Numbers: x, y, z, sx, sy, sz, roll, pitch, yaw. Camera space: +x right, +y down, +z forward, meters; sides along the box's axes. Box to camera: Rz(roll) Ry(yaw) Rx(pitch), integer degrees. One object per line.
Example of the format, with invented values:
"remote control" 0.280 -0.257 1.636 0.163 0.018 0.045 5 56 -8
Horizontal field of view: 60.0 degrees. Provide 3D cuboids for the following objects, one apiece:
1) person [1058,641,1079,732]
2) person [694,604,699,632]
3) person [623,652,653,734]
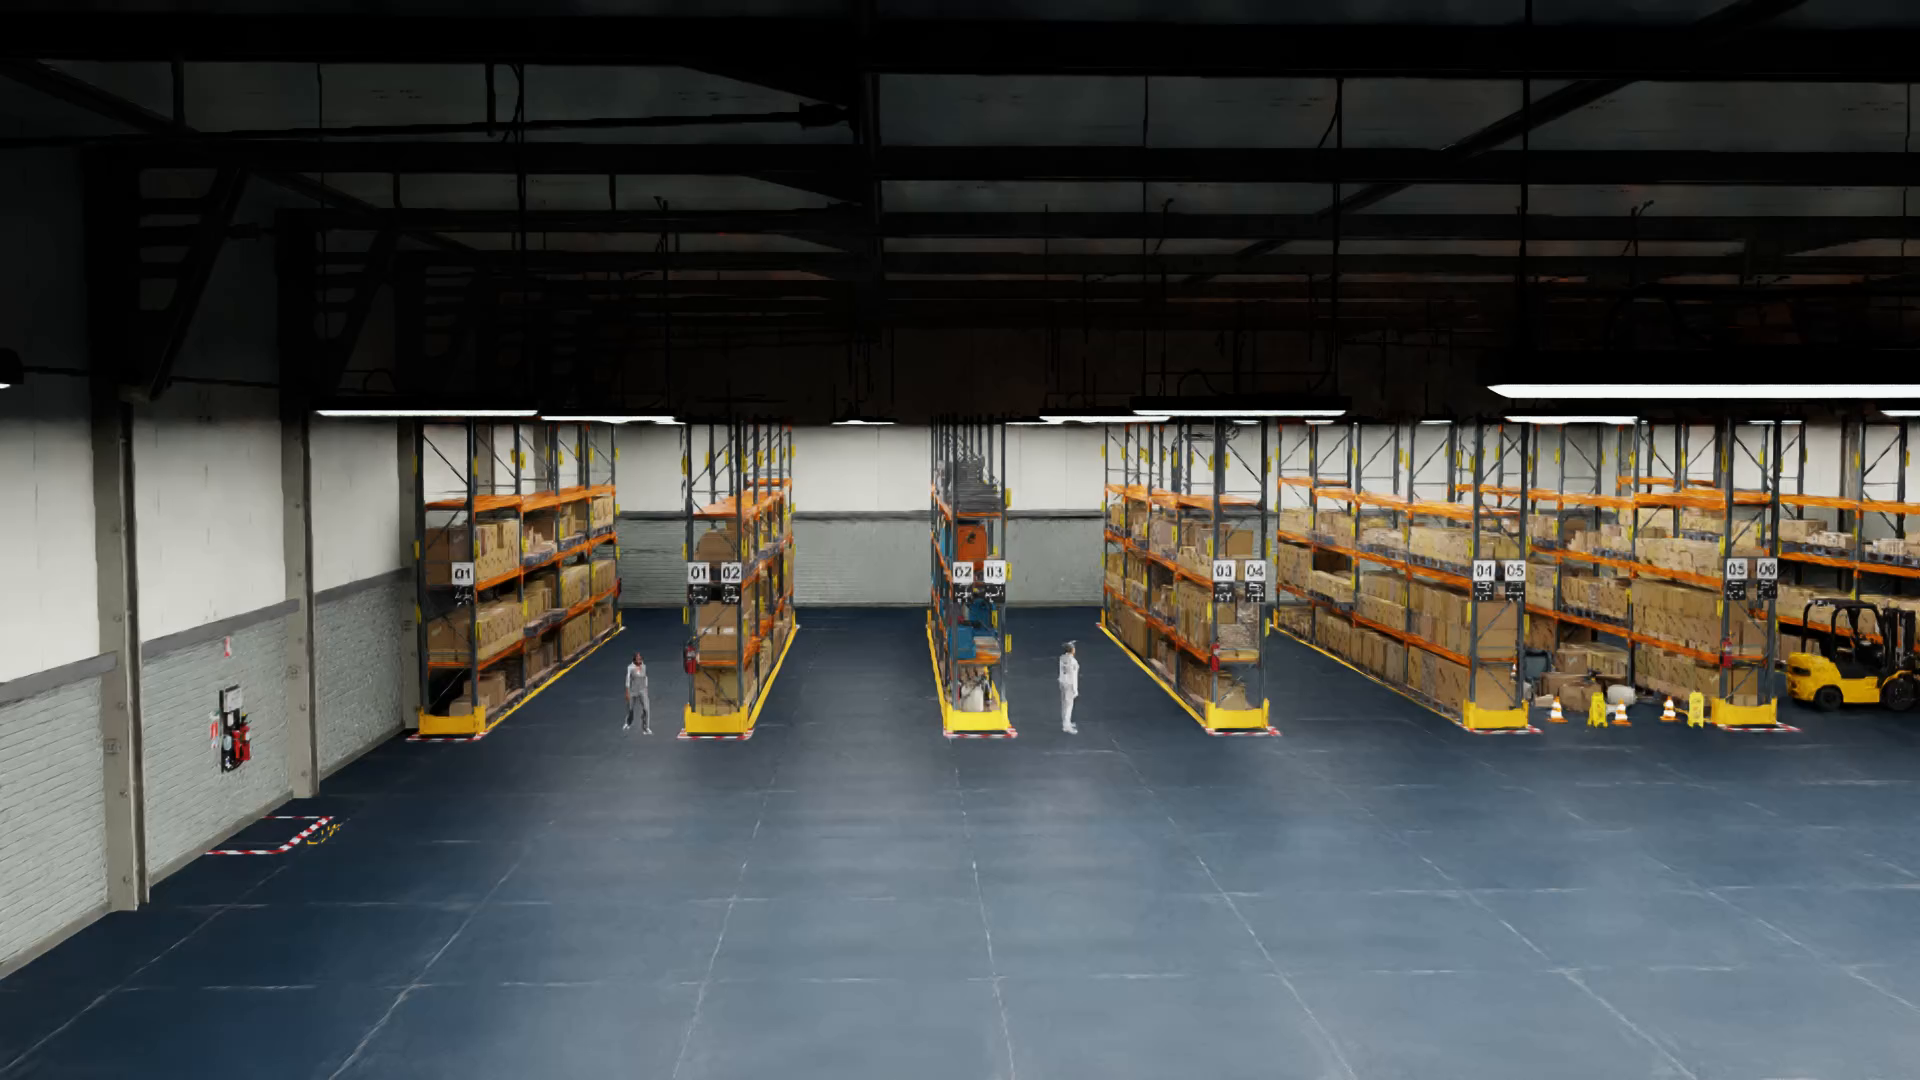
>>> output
"person" 2.077 2.739 31.317 0.434 1.684 0.552 -2 4 -26
"person" -7.247 1.732 46.223 0.346 1.682 0.540 -1 4 -18
"person" -6.043 2.834 31.083 0.452 1.533 0.882 -2 4 -24
